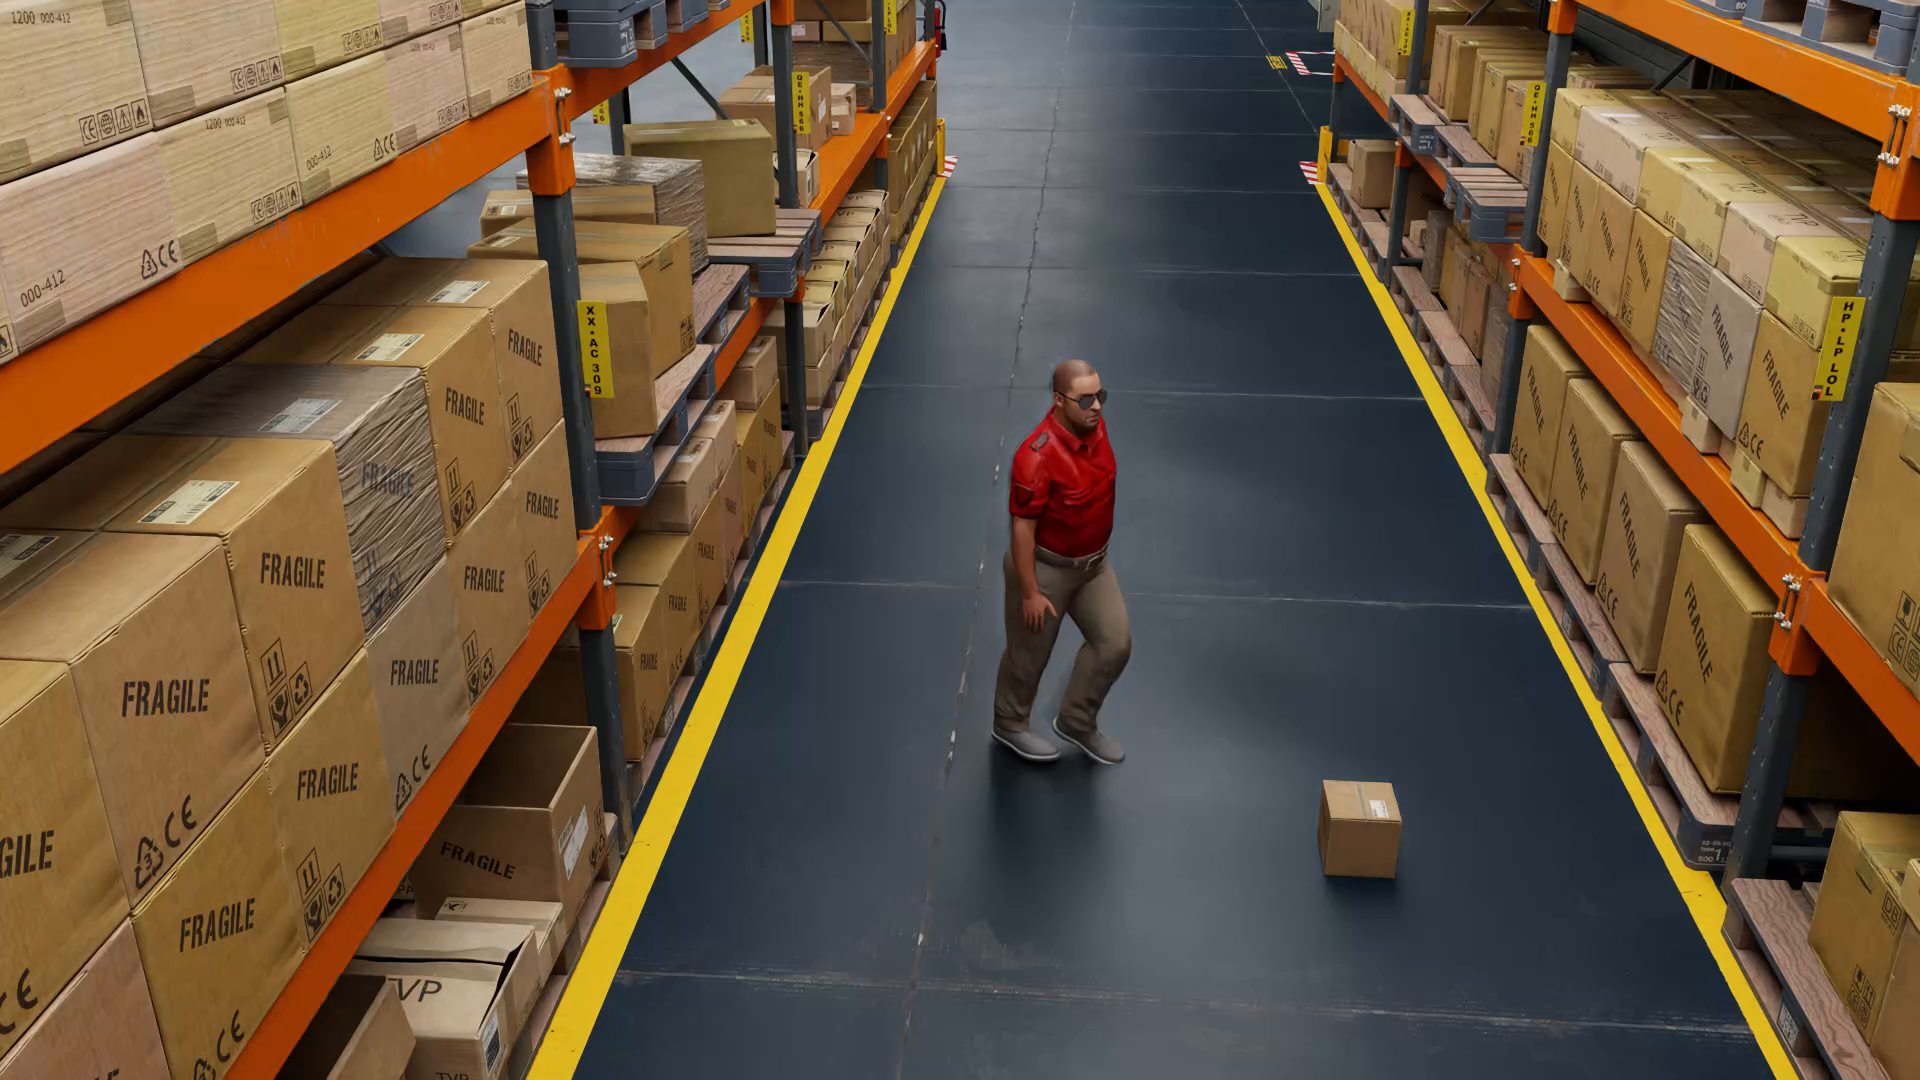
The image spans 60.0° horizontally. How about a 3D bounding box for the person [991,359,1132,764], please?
[{"bbox_3d":[0.352,0.121,6.376,0.537,1.753,0.570,21,32,38],"label":"person"}]
